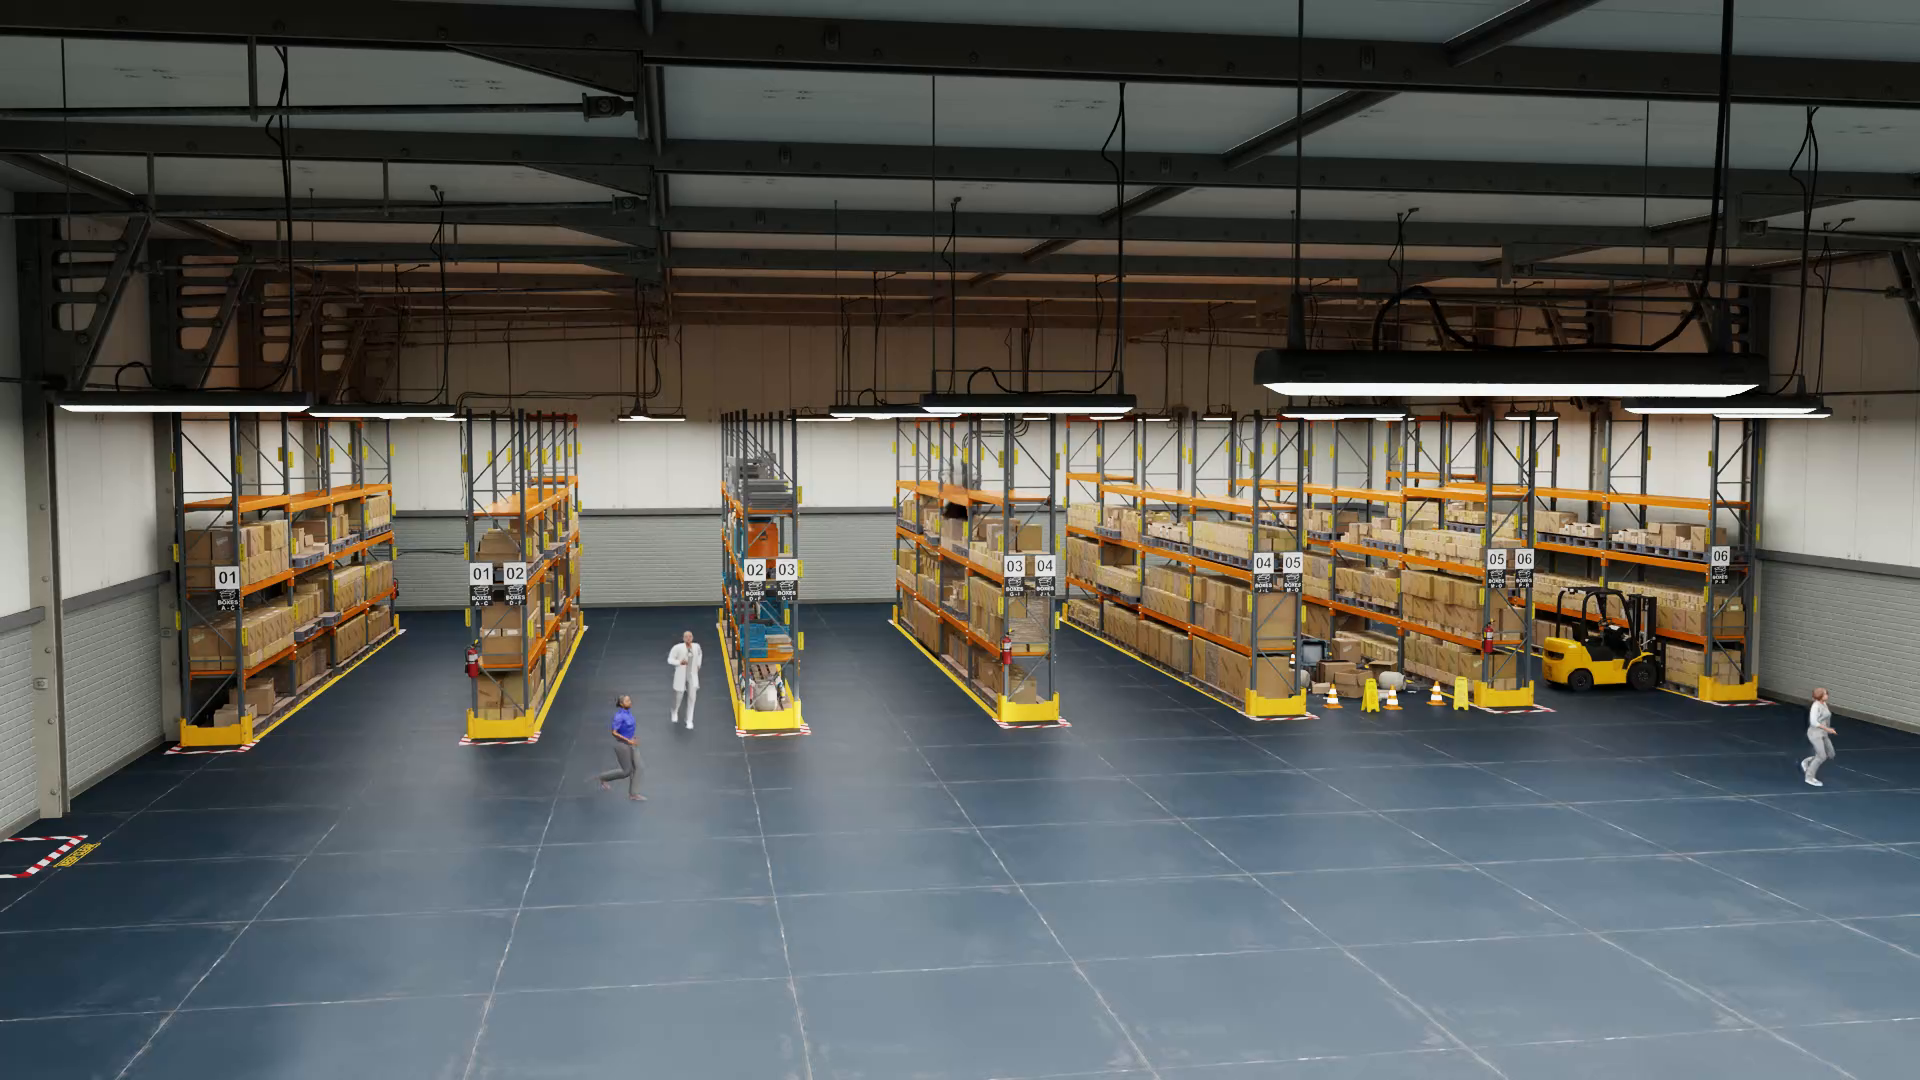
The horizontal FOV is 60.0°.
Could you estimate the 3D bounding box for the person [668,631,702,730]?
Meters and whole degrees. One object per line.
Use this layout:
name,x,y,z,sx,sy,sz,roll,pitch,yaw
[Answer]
person,-5.205,2.630,31.565,0.712,1.823,0.956,-2,4,-23

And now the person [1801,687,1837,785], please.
person,13.627,3.106,26.355,0.570,1.560,0.562,-4,6,-44

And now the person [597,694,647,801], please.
person,-5.135,3.159,25.332,0.768,1.640,0.588,1,4,11
